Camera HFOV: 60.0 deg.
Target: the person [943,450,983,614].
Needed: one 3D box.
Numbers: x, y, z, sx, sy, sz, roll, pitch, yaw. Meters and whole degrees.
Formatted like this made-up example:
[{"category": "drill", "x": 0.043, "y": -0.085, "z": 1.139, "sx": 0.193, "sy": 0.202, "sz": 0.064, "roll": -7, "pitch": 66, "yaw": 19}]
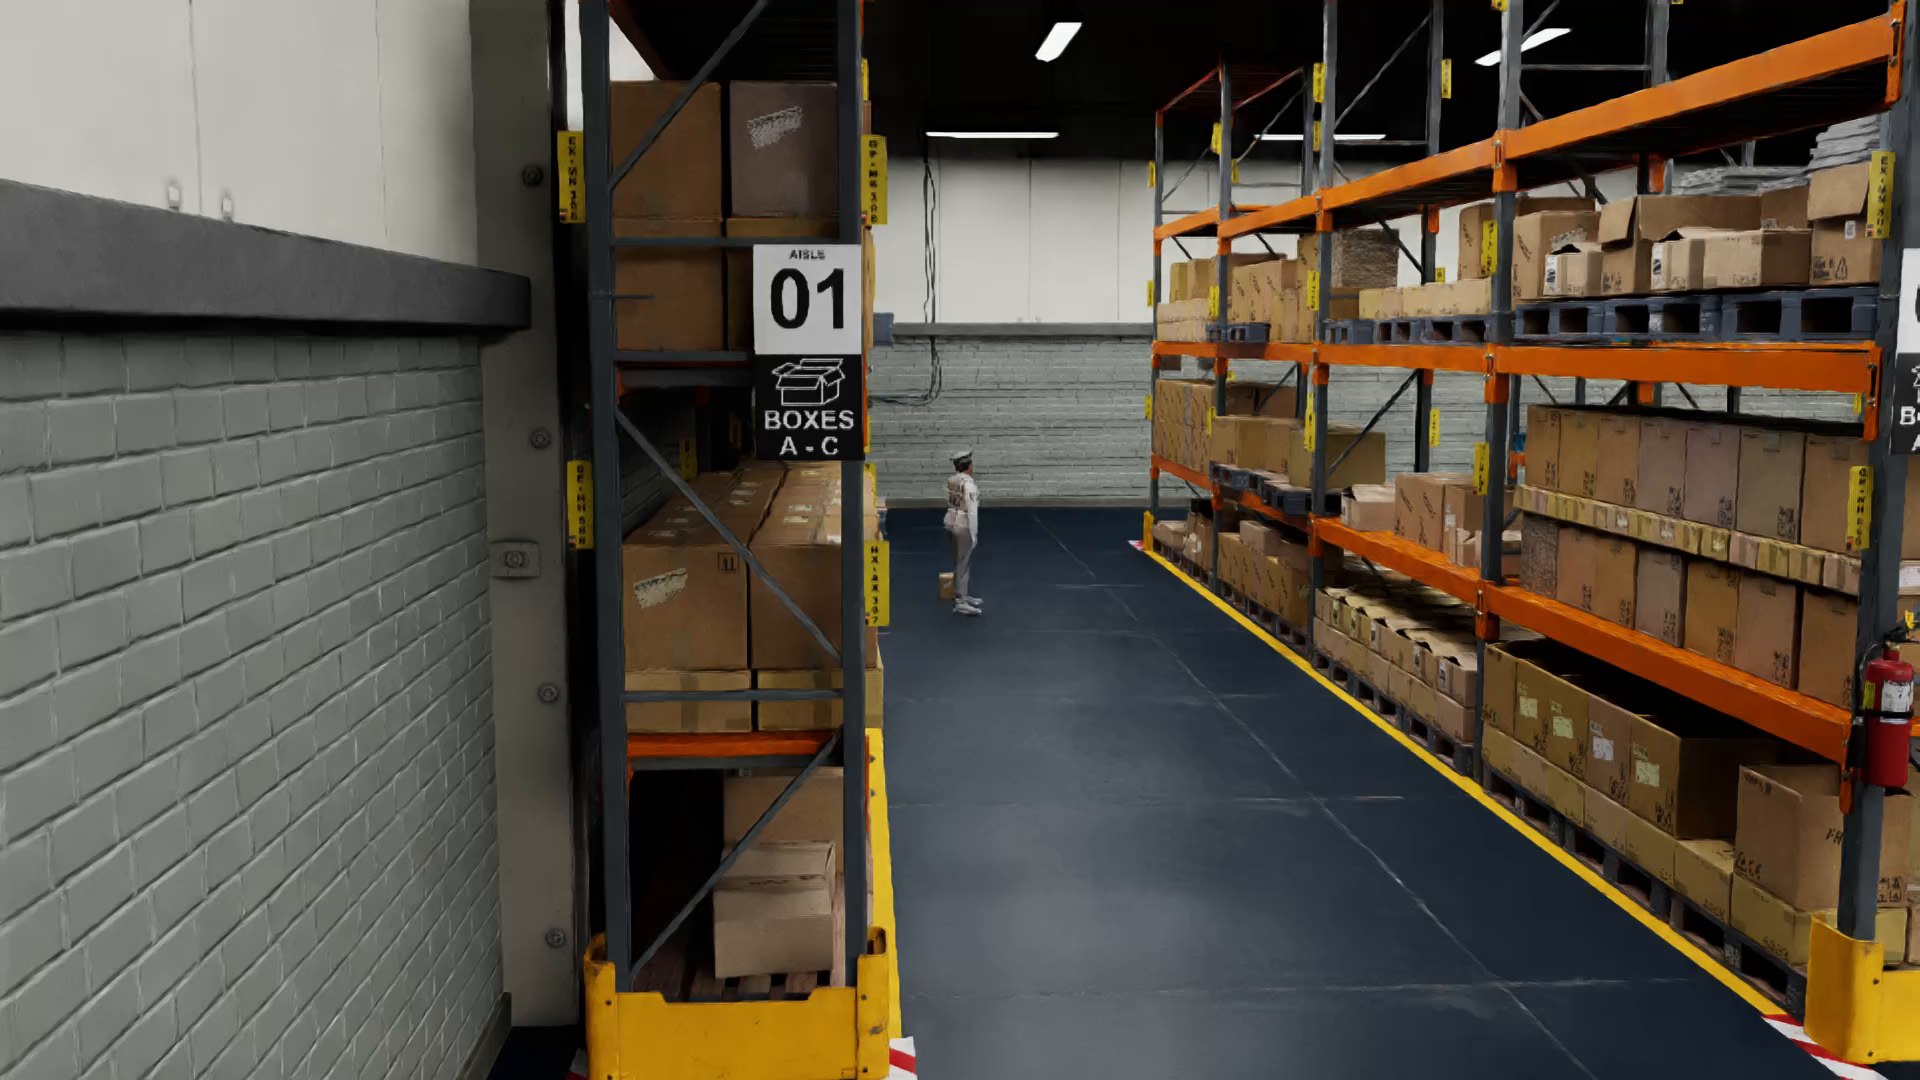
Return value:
[{"category": "person", "x": 0.092, "y": -0.095, "z": 17.300, "sx": 0.480, "sy": 1.687, "sz": 0.545, "roll": -4, "pitch": 8, "yaw": -31}]
